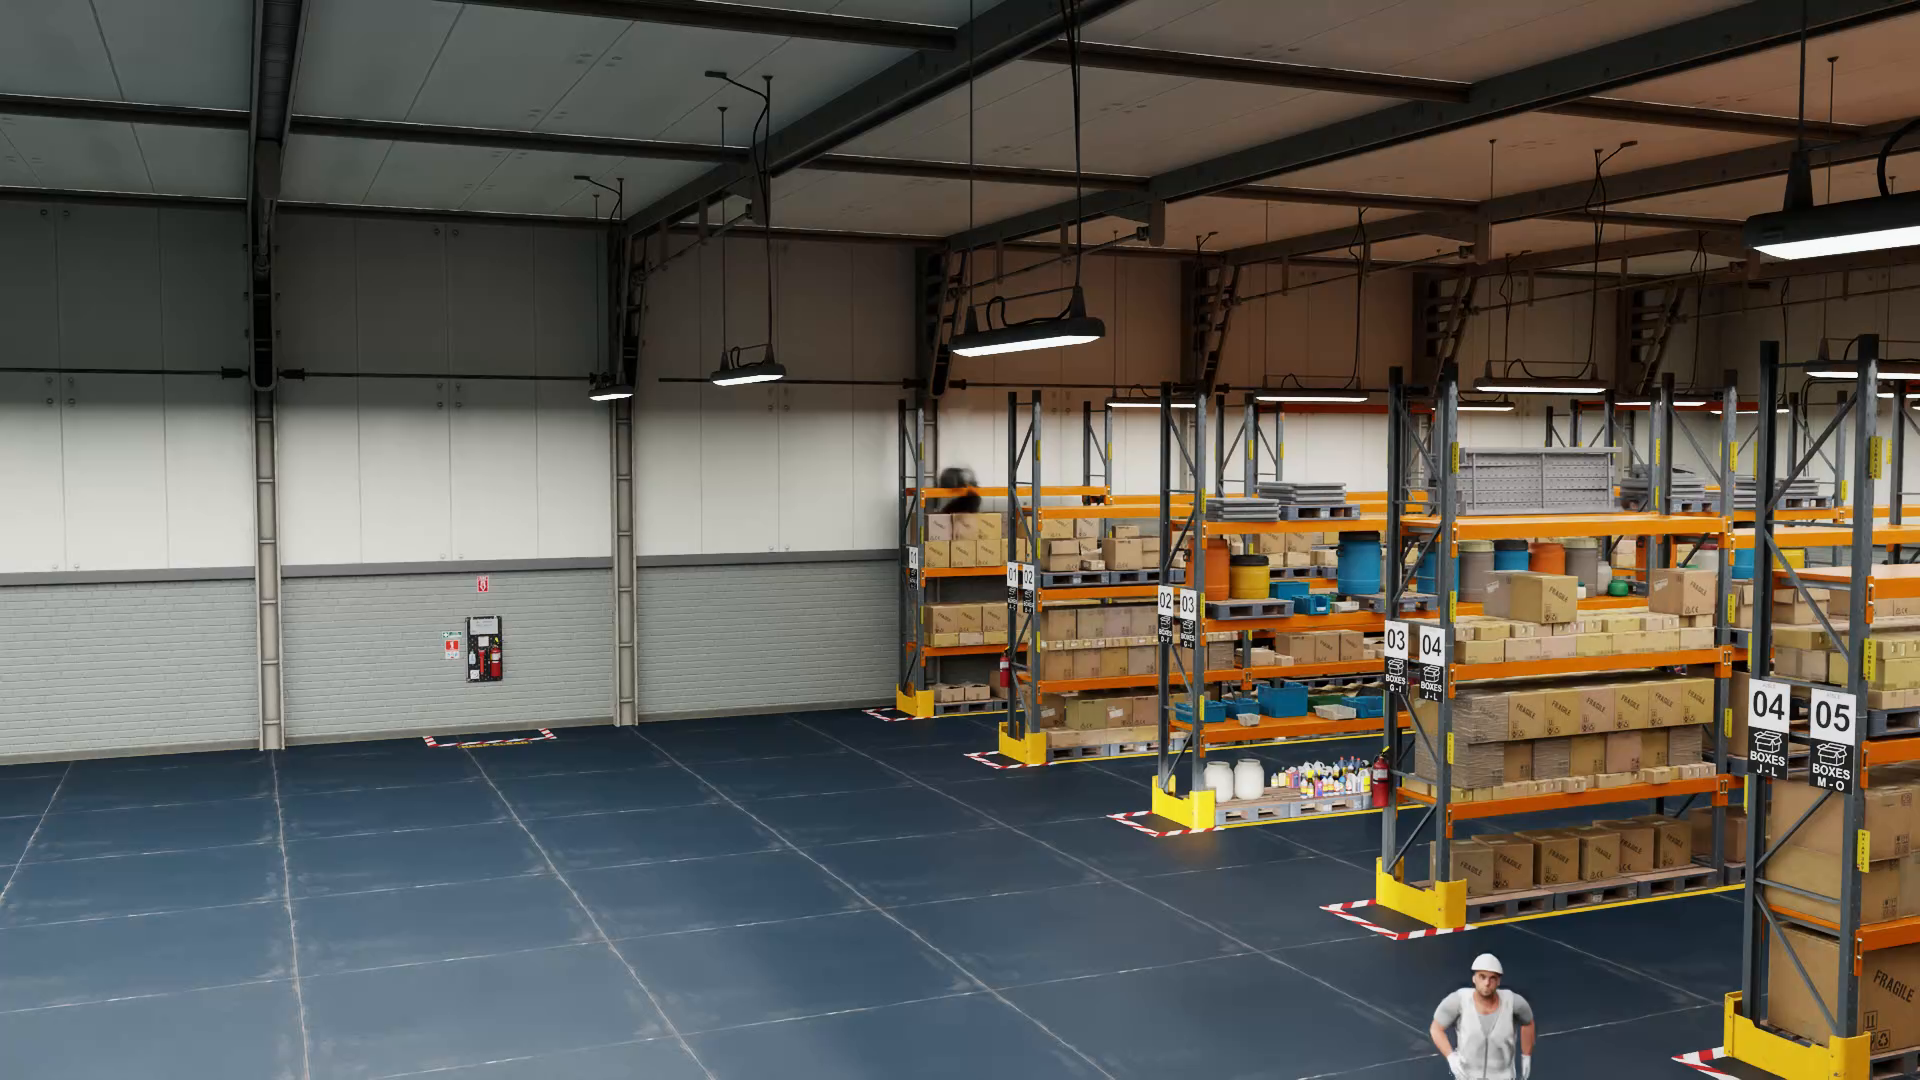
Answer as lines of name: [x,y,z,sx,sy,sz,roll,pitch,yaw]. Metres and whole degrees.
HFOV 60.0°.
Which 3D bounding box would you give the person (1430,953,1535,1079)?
person: [3.515,3.626,11.196,0.683,1.772,0.970,1,3,15]
